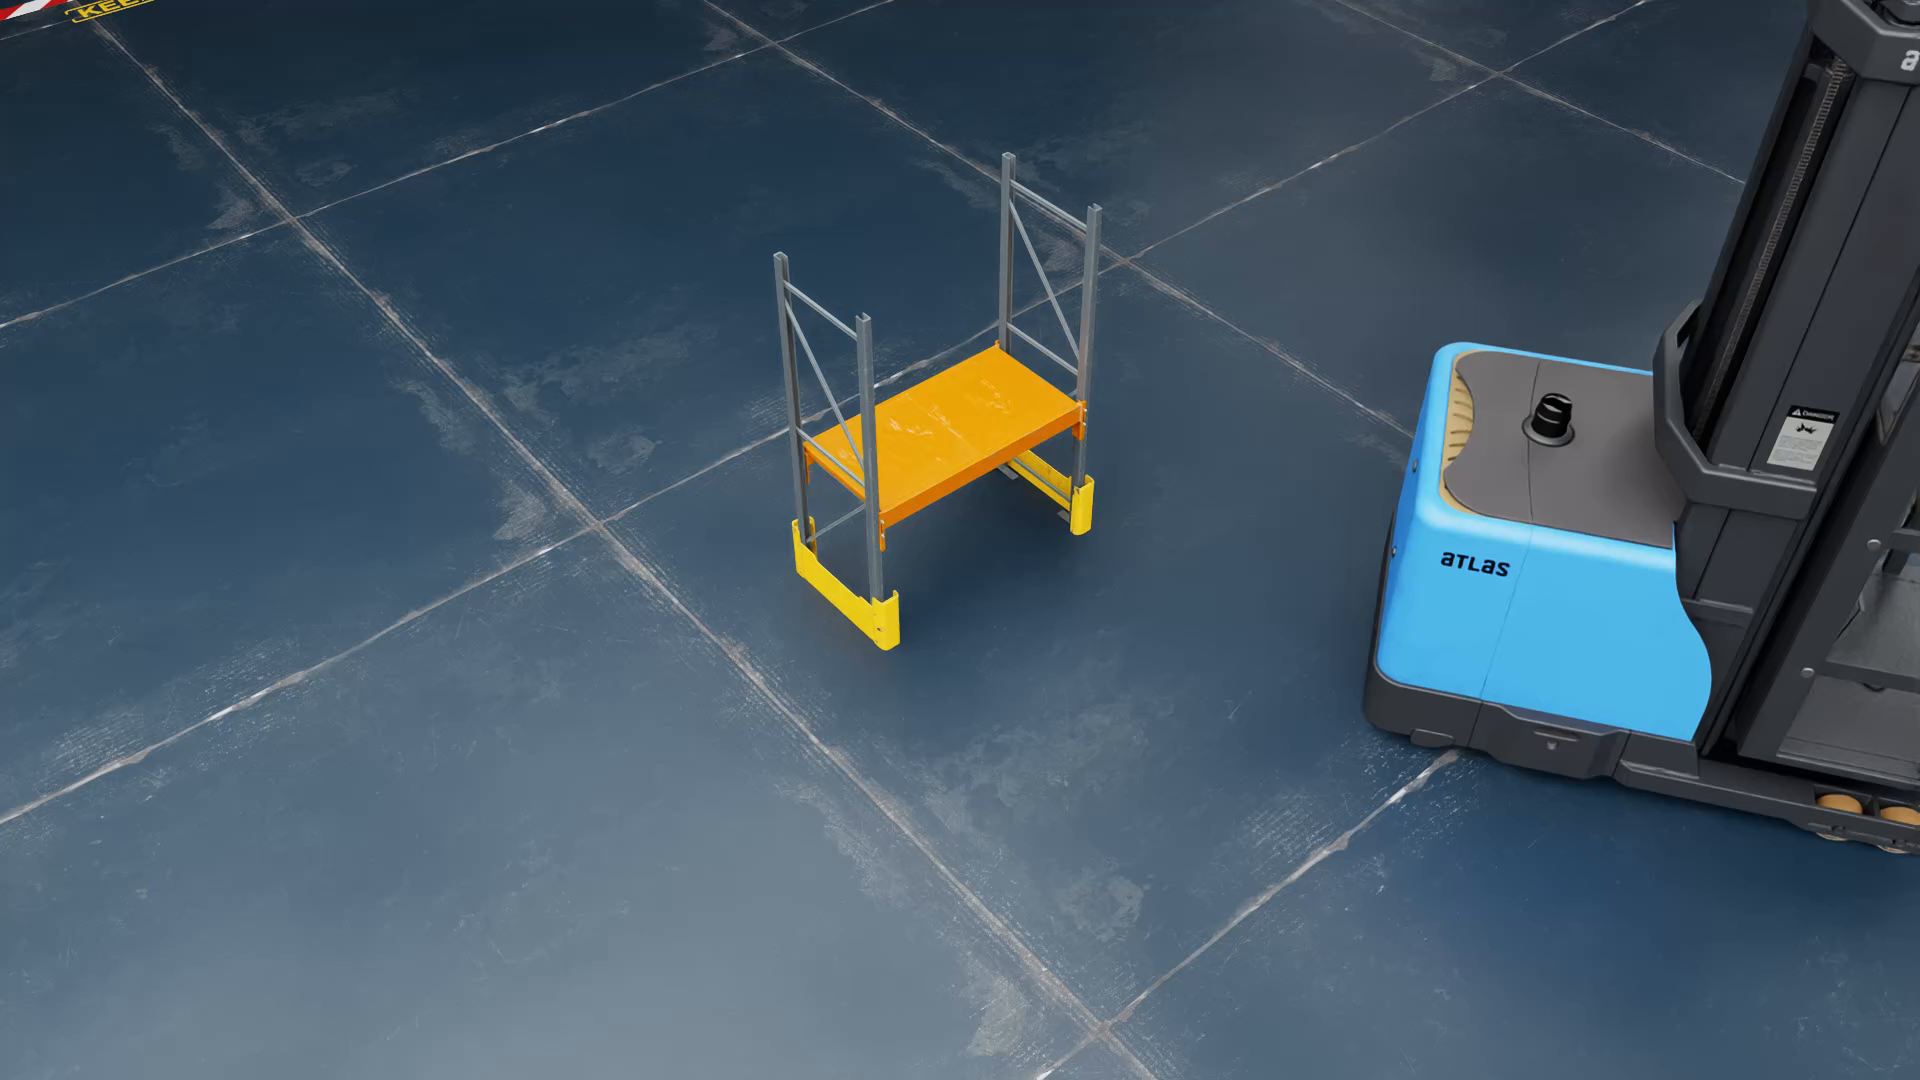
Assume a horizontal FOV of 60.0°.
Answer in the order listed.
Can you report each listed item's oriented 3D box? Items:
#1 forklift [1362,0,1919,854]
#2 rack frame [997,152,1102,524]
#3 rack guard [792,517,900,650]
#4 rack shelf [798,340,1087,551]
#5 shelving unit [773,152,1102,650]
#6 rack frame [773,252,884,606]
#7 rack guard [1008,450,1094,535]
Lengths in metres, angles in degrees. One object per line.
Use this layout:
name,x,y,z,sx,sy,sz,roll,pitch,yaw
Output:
forklift,3.026,-0.417,5.053,3.031,2.935,1.130,11,44,11
rack frame,0.324,-0.733,6.434,0.032,1.500,0.500,-30,51,-28
rack guard,-0.440,0.161,6.396,0.087,0.250,0.587,-30,51,-28
rack shelf,-0.065,-0.378,6.320,1.000,0.185,0.538,-30,51,-28
shelving unit,-0.058,-0.513,6.201,1.083,1.500,0.587,-30,51,-28
rack frame,-0.455,-0.286,5.959,0.032,1.500,0.500,-30,51,-28
rack guard,0.324,-0.276,6.862,0.087,0.250,0.587,-30,51,-28
